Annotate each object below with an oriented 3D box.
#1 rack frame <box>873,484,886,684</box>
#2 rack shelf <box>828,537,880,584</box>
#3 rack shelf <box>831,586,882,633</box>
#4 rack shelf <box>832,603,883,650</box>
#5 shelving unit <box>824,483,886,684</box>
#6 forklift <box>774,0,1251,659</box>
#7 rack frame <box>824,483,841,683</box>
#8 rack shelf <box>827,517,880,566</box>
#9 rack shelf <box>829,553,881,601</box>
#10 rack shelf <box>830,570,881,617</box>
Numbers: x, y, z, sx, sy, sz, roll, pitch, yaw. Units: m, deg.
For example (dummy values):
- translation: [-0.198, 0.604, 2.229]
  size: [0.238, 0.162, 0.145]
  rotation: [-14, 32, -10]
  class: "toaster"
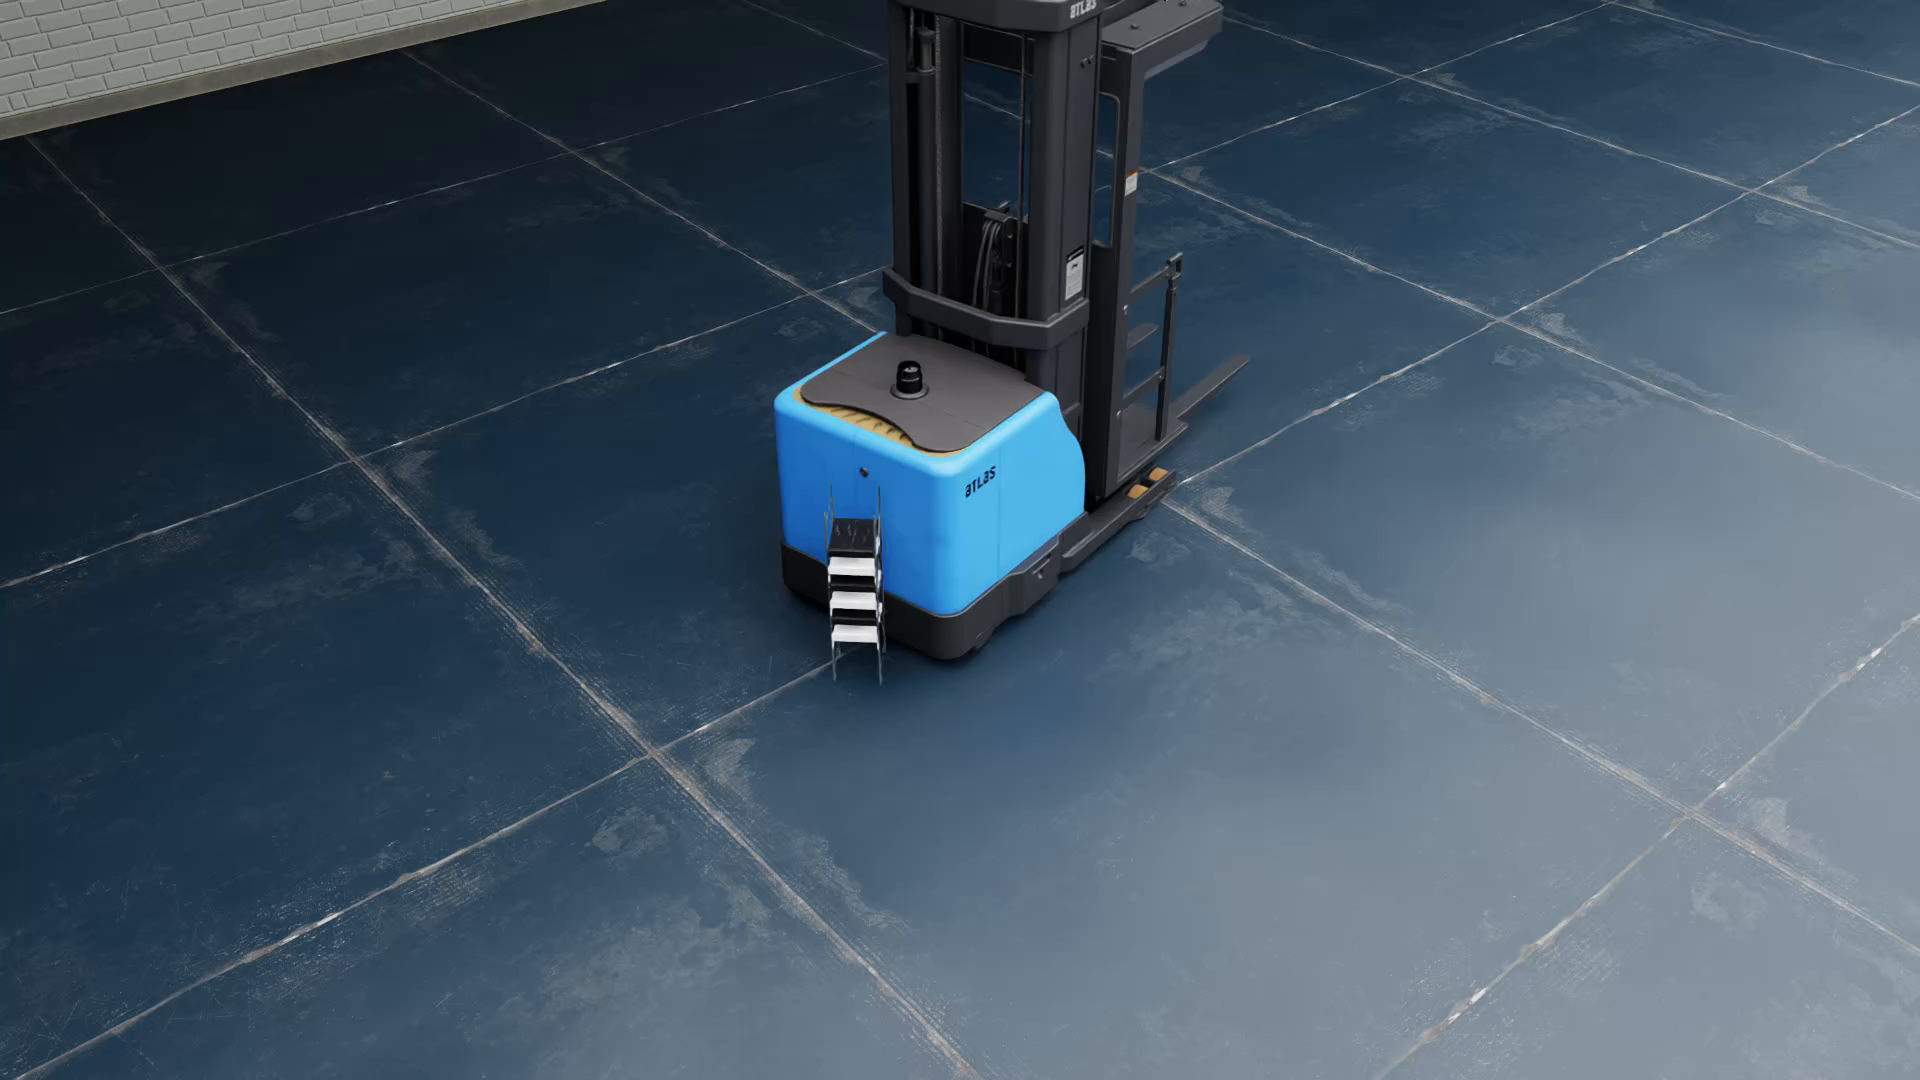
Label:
- translation: [-0.347, 0.202, 7.187]
  size: [0.006, 0.900, 0.240]
  rotation: [2, 35, 3]
  class: "rack frame"
- translation: [-0.449, 0.079, 7.107]
  size: [0.200, 0.077, 0.258]
  rotation: [2, 35, 3]
  class: "rack shelf"
- translation: [-0.449, 0.299, 7.263]
  size: [0.200, 0.077, 0.258]
  rotation: [2, 35, 3]
  class: "rack shelf"
- translation: [-0.449, 0.372, 7.315]
  size: [0.200, 0.077, 0.258]
  rotation: [2, 35, 3]
  class: "rack shelf"
- translation: [-0.449, 0.198, 7.191]
  size: [0.210, 0.900, 0.258]
  rotation: [2, 35, 3]
  class: "shelving unit"
- translation: [0.453, -1.463, 7.780]
  size: [1.130, 2.935, 3.031]
  rotation: [24, 42, 29]
  class: "forklift"
- translation: [-0.551, 0.195, 7.196]
  size: [0.006, 0.900, 0.240]
  rotation: [2, 35, 3]
  class: "rack frame"
- translation: [-0.449, 0.005, 7.055]
  size: [0.200, 0.077, 0.258]
  rotation: [2, 35, 3]
  class: "rack shelf"
- translation: [-0.449, 0.152, 7.159]
  size: [0.200, 0.077, 0.258]
  rotation: [2, 35, 3]
  class: "rack shelf"
- translation: [-0.449, 0.226, 7.211]
  size: [0.200, 0.077, 0.258]
  rotation: [2, 35, 3]
  class: "rack shelf"
